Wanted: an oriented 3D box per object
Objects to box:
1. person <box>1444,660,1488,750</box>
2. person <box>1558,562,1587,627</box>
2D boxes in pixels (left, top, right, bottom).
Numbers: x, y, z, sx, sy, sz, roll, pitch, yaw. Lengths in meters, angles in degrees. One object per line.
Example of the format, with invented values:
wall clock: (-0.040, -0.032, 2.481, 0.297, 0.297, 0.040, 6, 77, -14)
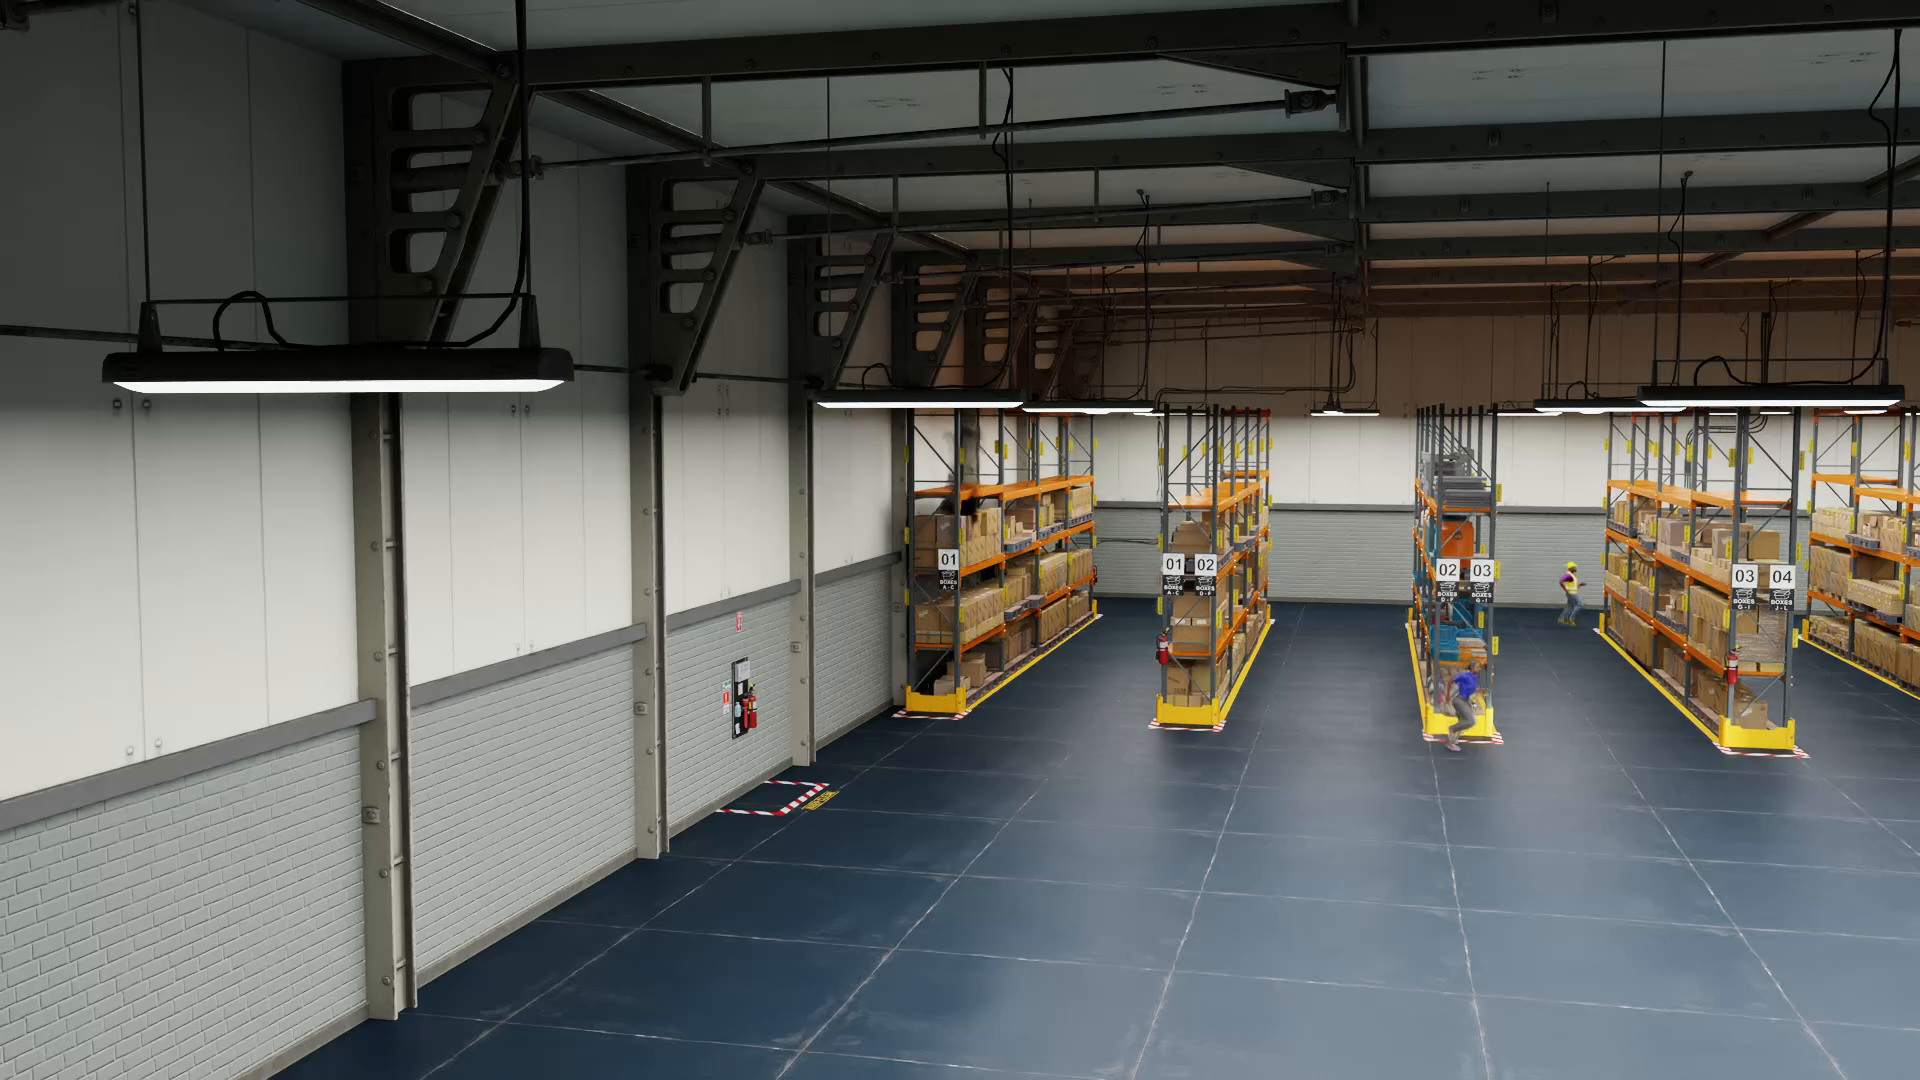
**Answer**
person: (8.730, 2.850, 28.686, 0.716, 1.578, 0.562, 3, 5, 34)
person: (16.883, 1.511, 45.850, 0.726, 1.791, 0.673, 2, 4, 22)
